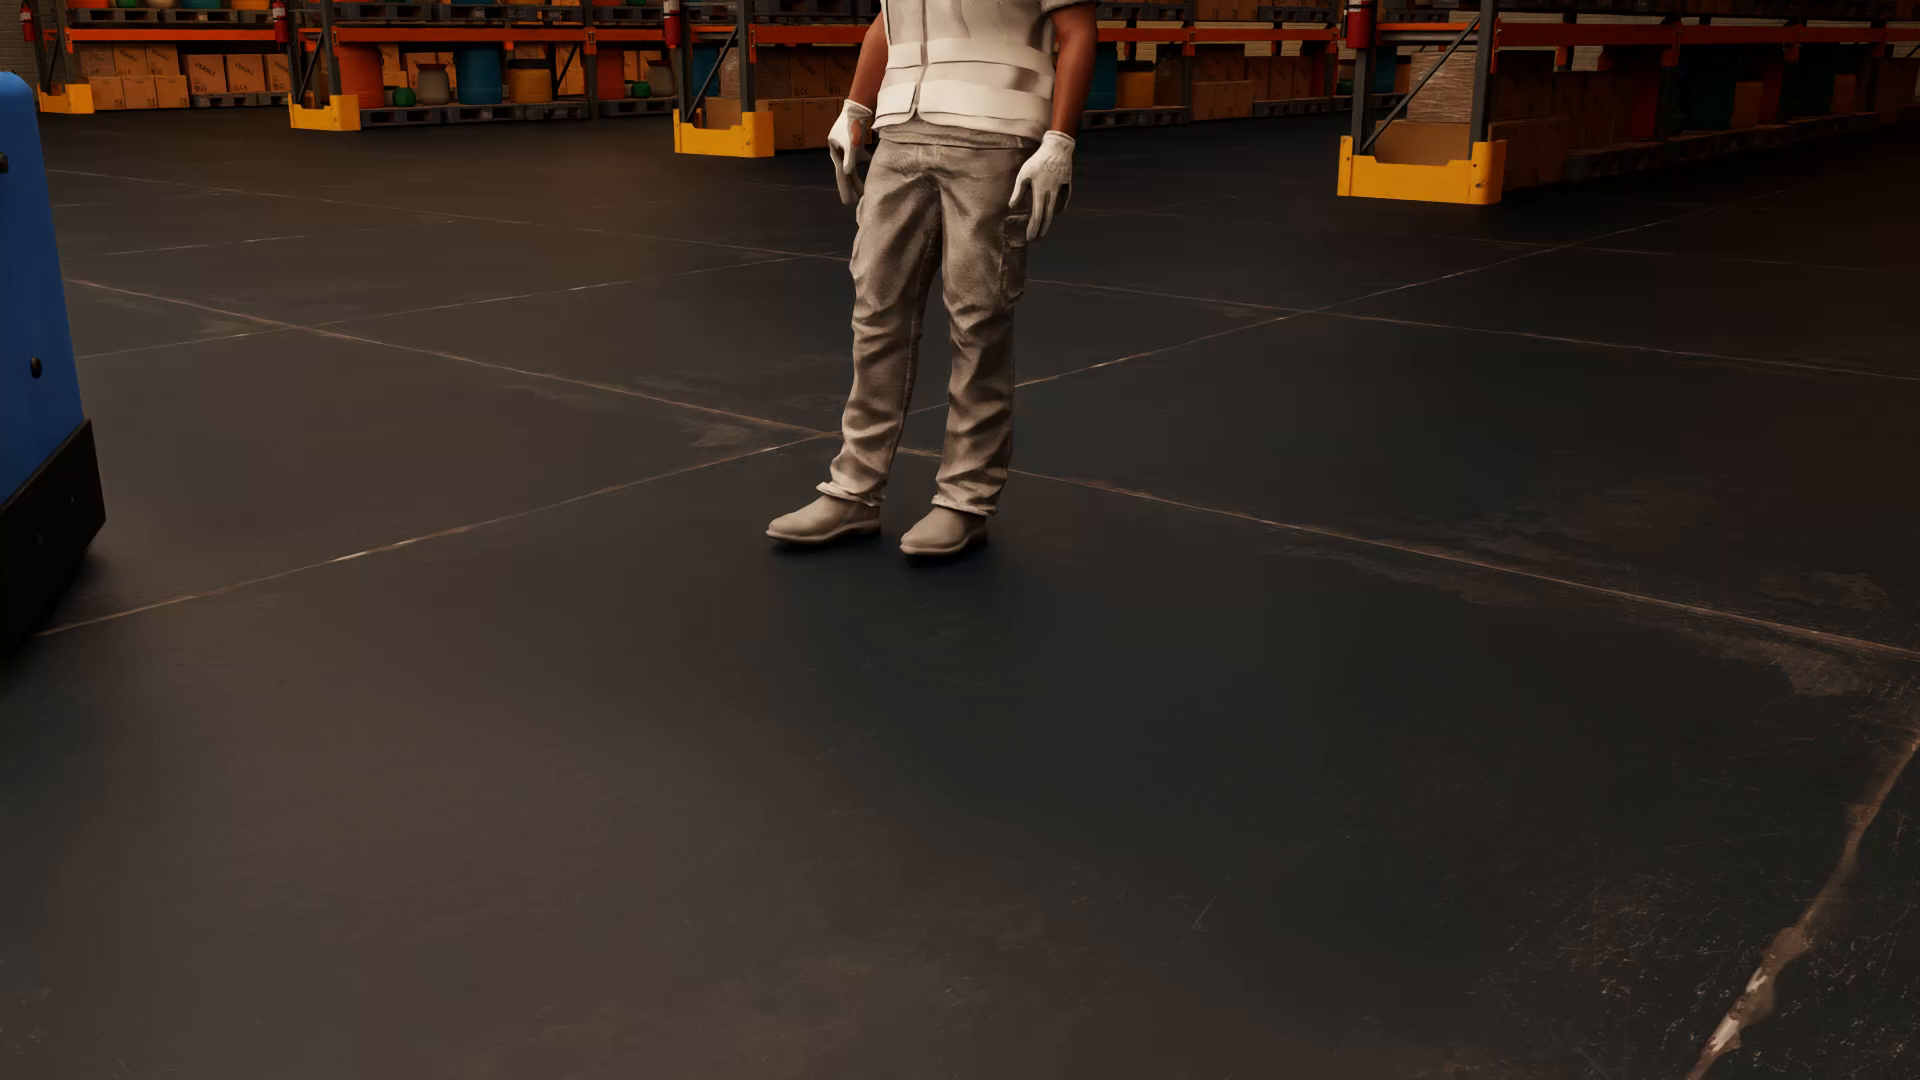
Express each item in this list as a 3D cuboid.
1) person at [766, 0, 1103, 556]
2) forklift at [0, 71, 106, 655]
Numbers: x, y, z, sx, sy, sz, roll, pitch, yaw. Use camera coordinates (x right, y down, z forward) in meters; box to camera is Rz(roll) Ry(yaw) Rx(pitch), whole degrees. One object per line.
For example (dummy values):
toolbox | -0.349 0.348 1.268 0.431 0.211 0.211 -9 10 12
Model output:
person | -0.052 -0.845 3.632 0.656 1.784 0.575 13 21 37
forklift | -3.307 -1.135 2.637 3.031 2.935 1.130 -5 18 -15
